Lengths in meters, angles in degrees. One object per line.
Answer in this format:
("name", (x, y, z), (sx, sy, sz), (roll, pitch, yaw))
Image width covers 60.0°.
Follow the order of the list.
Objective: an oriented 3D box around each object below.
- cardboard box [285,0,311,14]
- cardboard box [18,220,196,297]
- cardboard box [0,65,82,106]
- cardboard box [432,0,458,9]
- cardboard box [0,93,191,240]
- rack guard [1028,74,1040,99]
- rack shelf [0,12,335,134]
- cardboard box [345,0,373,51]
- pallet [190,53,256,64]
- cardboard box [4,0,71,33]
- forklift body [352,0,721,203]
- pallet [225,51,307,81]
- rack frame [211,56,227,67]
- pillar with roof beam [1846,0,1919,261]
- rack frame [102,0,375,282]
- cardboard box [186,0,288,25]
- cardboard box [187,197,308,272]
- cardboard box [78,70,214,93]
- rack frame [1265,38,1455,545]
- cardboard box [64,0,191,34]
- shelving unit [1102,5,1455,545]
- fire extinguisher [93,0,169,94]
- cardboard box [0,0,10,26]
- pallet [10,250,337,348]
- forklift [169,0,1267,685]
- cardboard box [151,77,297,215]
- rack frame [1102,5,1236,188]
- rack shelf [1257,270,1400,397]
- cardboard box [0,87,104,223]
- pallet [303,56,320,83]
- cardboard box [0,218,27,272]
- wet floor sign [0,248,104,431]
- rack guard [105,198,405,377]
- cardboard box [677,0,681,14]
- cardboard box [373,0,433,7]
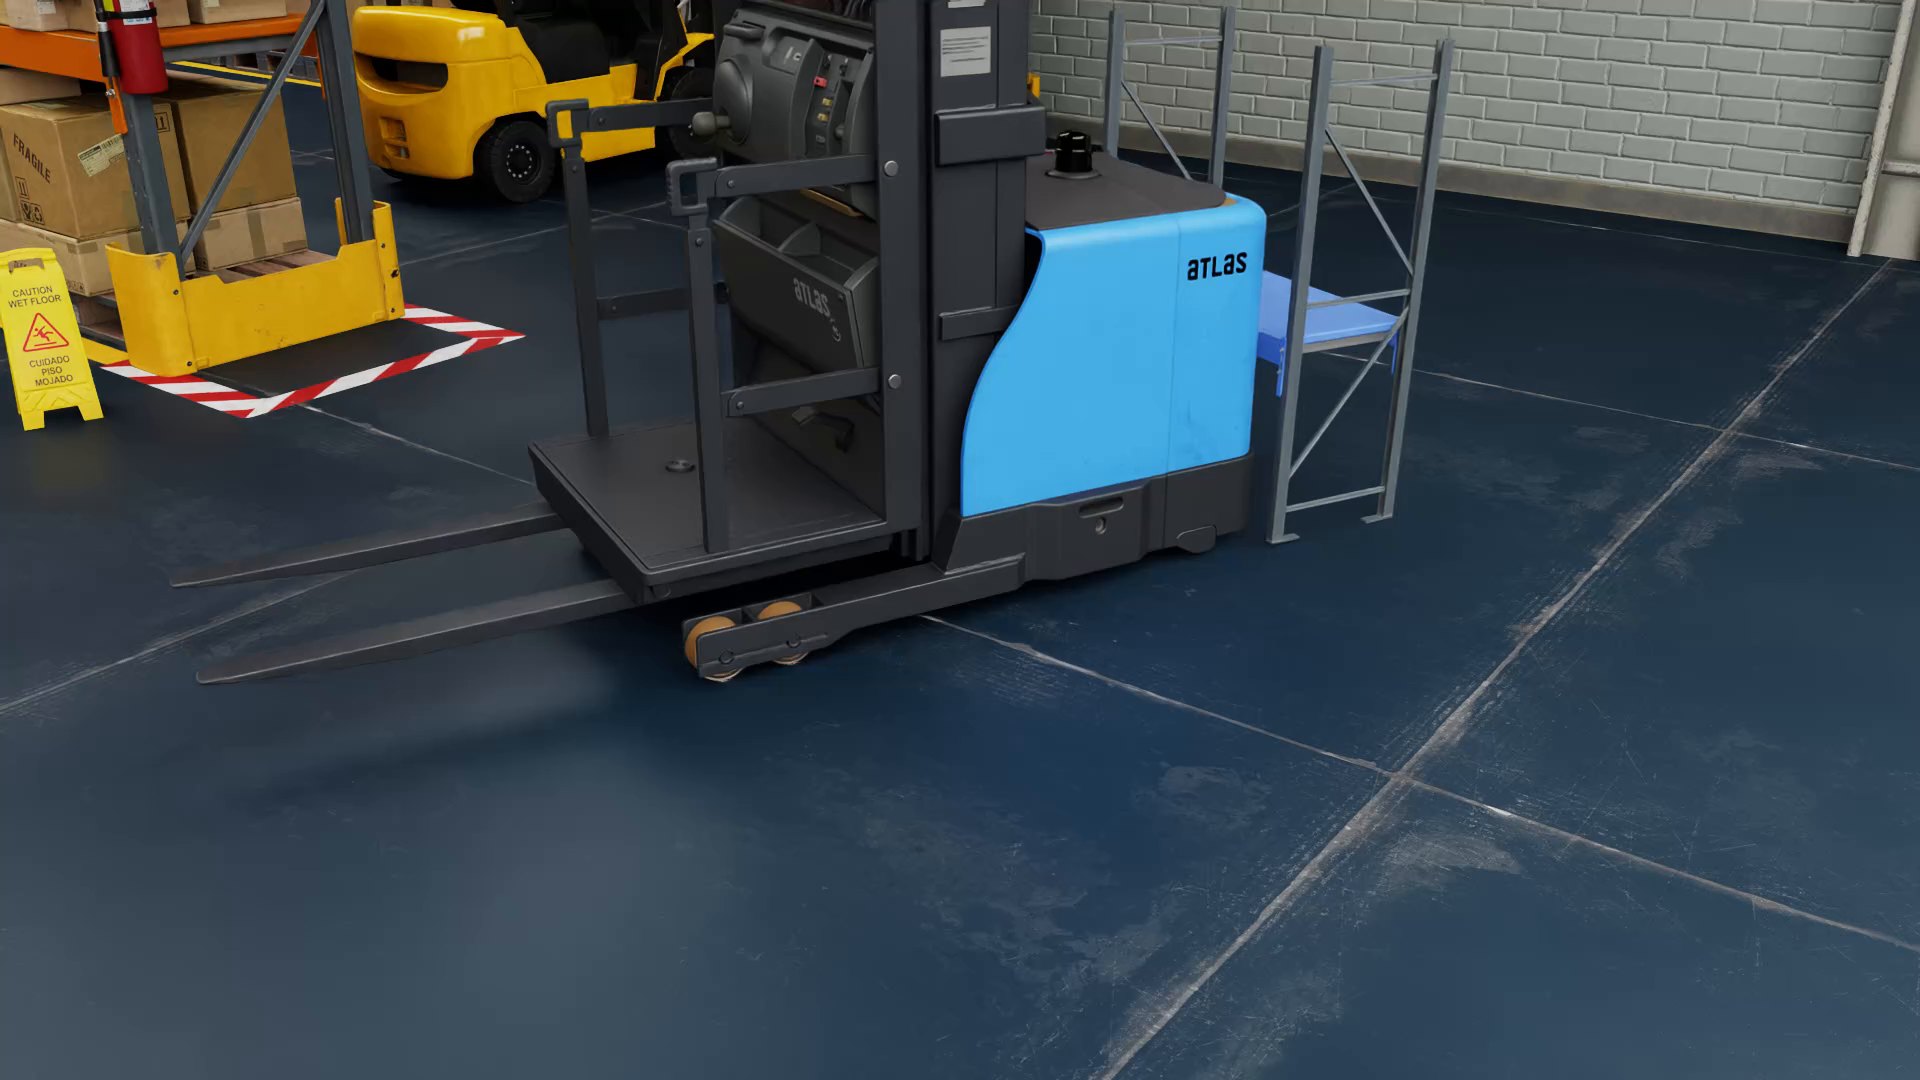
("cardboard box", (-5.338, -4.567, 14.319), (0.625, 0.625, 0.875), (18, 29, 35))
("cardboard box", (-3.756, -1.284, 7.332), (0.500, 0.250, 0.500), (17, 29, 33))
("cardboard box", (-4.060, -1.986, 7.192), (0.250, 0.149, 0.380), (18, 29, 35))
("cardboard box", (-3.580, -4.033, 13.107), (0.625, 0.625, 0.875), (18, 30, 36))
("cardboard box", (-3.726, -1.622, 7.170), (0.500, 0.500, 0.500), (17, 29, 34))
("rack guard", (0.065, -2.688, 10.730), (0.348, 0.500, 1.175), (17, 29, 33))
("rack shelf", (-4.529, -2.390, 7.845), (4.000, 0.370, 1.077), (17, 29, 33))
("cardboard box", (-4.799, -4.404, 13.950), (0.625, 0.625, 0.875), (15, 28, 31))
("pallet", (-6.931, -4.689, 15.630), (1.213, 0.211, 1.003), (17, 29, 33))
("cardboard box", (-3.625, -2.167, 6.760), (0.250, 0.149, 0.380), (16, 29, 33))
("forklift body", (-2.566, -3.319, 10.116), (1.214, 2.155, 2.313), (17, 29, 33))
("pallet", (-5.721, -4.284, 14.712), (1.213, 0.211, 1.003), (17, 29, 33))
("rack frame", (-6.356, -5.772, 14.630), (0.127, 3.000, 1.000), (17, 29, 33))
("pillar with roof beam", (2.248, -4.202, 3.627), (0.400, 9.000, 9.100), (17, 29, 33))
("rack frame", (-2.929, -2.235, 6.603), (0.127, 3.000, 1.000), (17, 29, 33))
("cardboard box", (-3.076, -2.269, 6.991), (0.250, 0.149, 0.380), (17, 29, 33))
("cardboard box", (-3.408, -1.453, 7.718), (0.500, 0.250, 0.500), (17, 29, 33))
("cardboard box", (-3.849, -1.927, 7.863), (0.500, 0.500, 0.500), (16, 28, 31))
("rack frame", (1.197, -0.724, 5.018), (0.500, 1.500, 0.032), (-12, 26, -27))
("cardboard box", (-3.356, -2.142, 6.702), (0.250, 0.149, 0.380), (18, 29, 35))
("shelving unit", (0.948, -0.902, 5.423), (0.538, 1.500, 1.048), (-12, 26, -27))
("fire extinguisher", (-3.113, -2.023, 6.218), (0.183, 0.674, 0.296), (17, 29, 33))
("cardboard box", (-3.818, -2.236, 6.916), (0.250, 0.149, 0.380), (16, 29, 32))
("pallet", (-3.618, -1.185, 7.678), (1.213, 0.211, 1.003), (17, 29, 33))
("forklift", (-0.636, -1.211, 4.364), (3.031, 2.935, 1.130), (-13, 27, -26))
("cardboard box", (-3.428, -1.802, 7.579), (0.500, 0.500, 0.500), (16, 28, 32))
("rack frame", (0.698, -1.081, 5.829), (0.500, 1.500, 0.032), (-12, 26, -27))
("rack shelf", (0.944, -0.737, 5.494), (0.538, 0.185, 1.000), (-12, 26, -27))
("cardboard box", (-4.146, -1.747, 7.454), (0.500, 0.500, 0.500), (18, 30, 35))
("pallet", (-4.749, -3.989, 14.042), (1.213, 0.211, 1.003), (17, 29, 33))
("cardboard box", (-4.147, -1.406, 7.609), (0.500, 0.250, 0.500), (17, 29, 33))
("wet floor sign", (-3.418, -0.767, 6.190), (0.267, 0.644, 0.232), (-15, 28, -30))
("rack guard", (-2.989, -1.110, 7.148), (0.348, 0.500, 1.175), (17, 29, 33))
("cardboard box", (-1.733, -3.605, 11.361), (0.500, 0.250, 0.500), (16, 28, 32))
("cardboard box", (-4.196, -4.223, 13.539), (0.625, 0.625, 0.875), (16, 29, 33))
